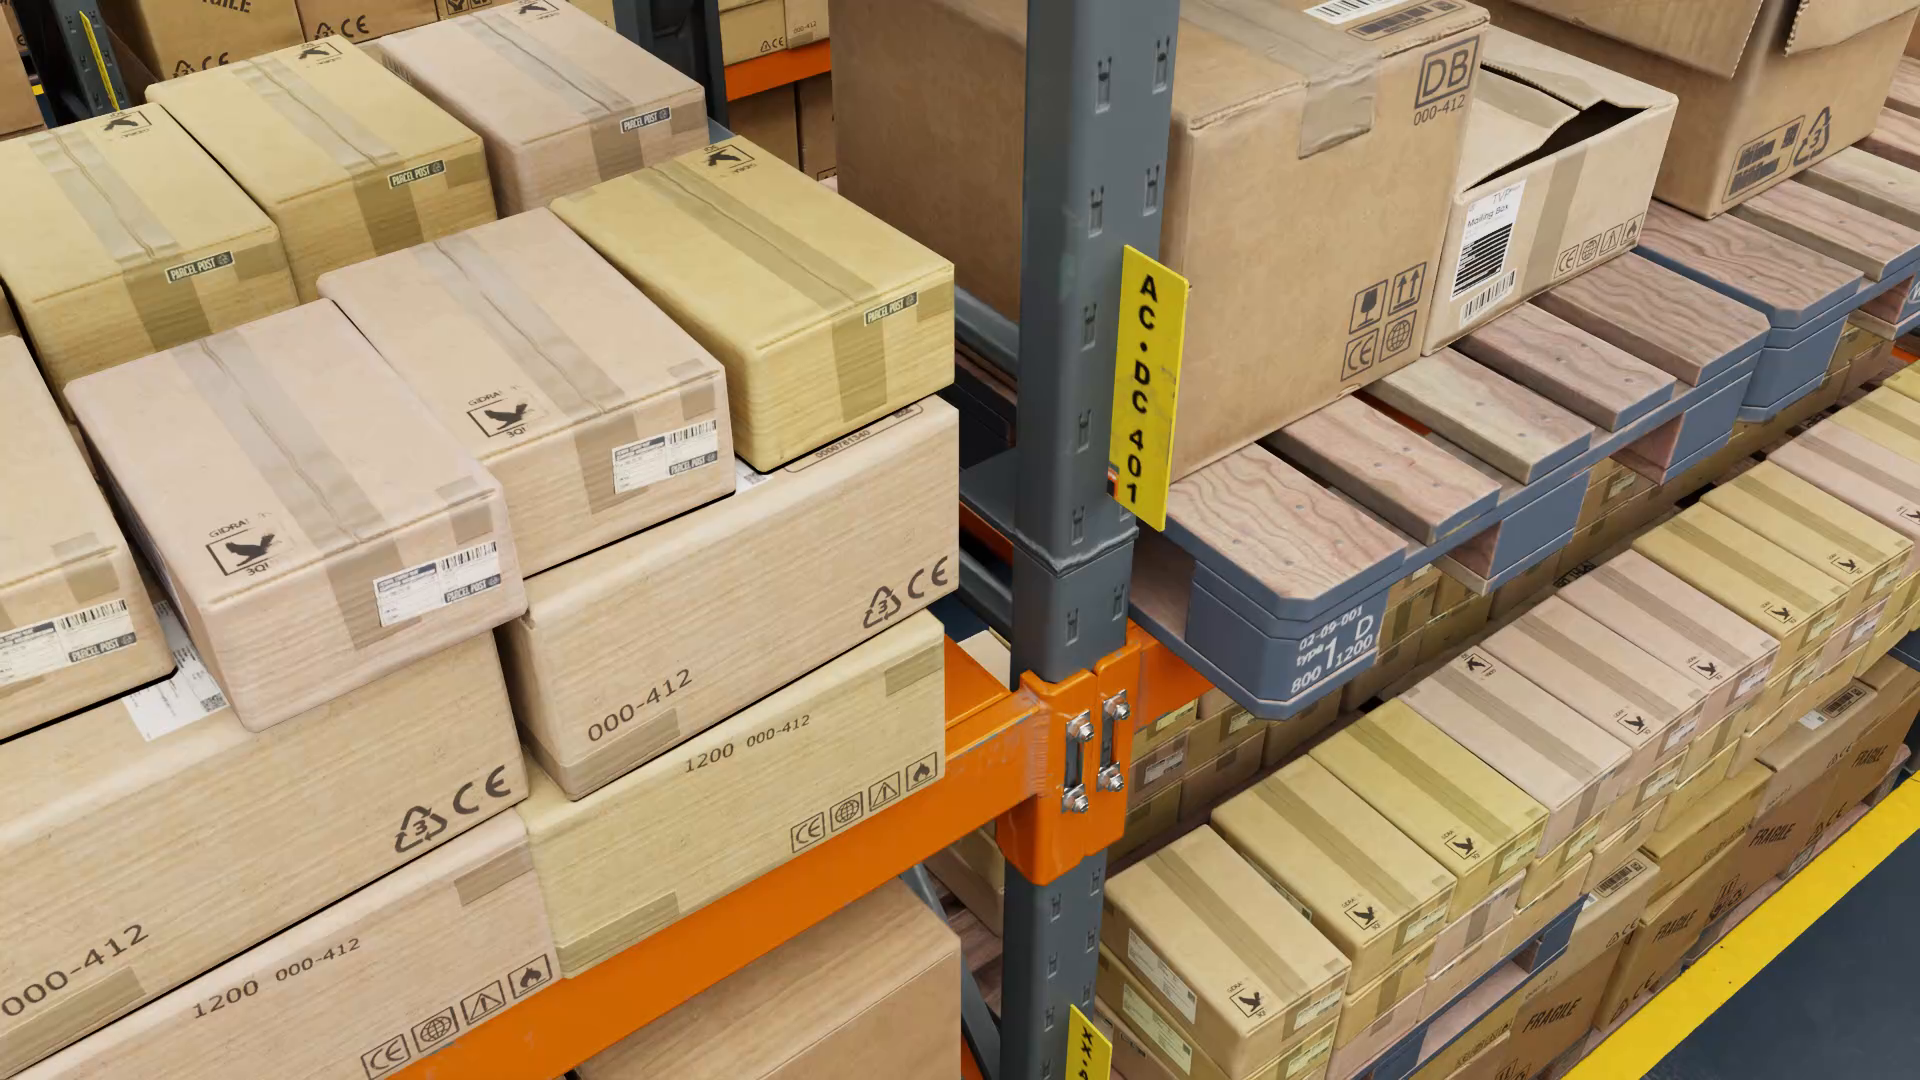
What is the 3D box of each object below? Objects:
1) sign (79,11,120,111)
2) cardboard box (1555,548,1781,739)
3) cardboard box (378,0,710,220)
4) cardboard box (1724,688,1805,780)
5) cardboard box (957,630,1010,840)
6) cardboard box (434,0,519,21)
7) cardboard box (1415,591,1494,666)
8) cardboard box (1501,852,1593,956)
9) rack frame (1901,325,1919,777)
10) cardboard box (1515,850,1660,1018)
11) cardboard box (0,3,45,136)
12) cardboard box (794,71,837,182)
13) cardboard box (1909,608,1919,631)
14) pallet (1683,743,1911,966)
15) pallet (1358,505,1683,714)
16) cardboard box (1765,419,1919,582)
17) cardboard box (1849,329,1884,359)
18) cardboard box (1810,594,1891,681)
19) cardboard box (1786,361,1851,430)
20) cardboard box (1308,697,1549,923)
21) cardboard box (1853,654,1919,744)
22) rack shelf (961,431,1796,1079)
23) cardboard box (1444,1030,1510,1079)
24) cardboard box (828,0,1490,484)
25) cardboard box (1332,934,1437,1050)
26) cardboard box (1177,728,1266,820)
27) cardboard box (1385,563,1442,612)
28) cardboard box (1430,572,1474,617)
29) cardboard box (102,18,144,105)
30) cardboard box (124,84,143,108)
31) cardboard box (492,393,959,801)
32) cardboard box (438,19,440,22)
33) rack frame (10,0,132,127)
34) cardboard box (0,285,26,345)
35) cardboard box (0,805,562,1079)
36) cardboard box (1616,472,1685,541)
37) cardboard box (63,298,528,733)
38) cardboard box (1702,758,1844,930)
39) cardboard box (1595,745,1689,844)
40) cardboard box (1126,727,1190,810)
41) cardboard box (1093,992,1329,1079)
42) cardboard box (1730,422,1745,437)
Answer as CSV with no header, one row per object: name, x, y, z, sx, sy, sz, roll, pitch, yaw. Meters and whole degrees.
sign,-2.895,-1.607,5.599,0.005,0.325,0.100,-26,46,-28
cardboard box,1.479,0.214,3.522,0.250,0.149,0.380,-24,45,-27
cardboard box,-0.517,-0.528,2.073,0.250,0.149,0.380,-27,46,-29
cardboard box,1.688,0.341,3.836,0.250,0.149,0.380,-28,47,-30
cardboard box,0.061,0.382,3.317,0.250,0.149,0.380,-24,45,-26
cardboard box,-1.925,-2.374,6.411,0.500,0.500,0.500,-27,47,-29
cardboard box,1.087,0.107,4.121,0.250,0.149,0.380,-24,45,-26
cardboard box,1.071,0.643,3.468,0.250,0.149,0.380,-26,46,-28
rack frame,3.033,-0.616,5.135,0.127,3.000,1.000,-26,46,-28
cardboard box,1.436,0.890,4.349,0.500,0.250,0.500,-24,45,-27
cardboard box,-3.441,-1.624,5.497,0.500,0.500,0.500,-26,46,-28
cardboard box,-0.661,-2.181,8.388,0.875,0.875,0.875,-26,46,-28
cardboard box,2.321,0.030,4.215,0.250,0.149,0.380,-27,46,-29
pallet,2.413,0.764,5.652,1.213,0.211,1.003,-26,46,-28
pallet,1.489,0.244,4.238,1.213,0.211,1.003,-26,46,-28
cardboard box,2.112,-0.098,3.903,0.250,0.149,0.380,-26,46,-28
cardboard box,2.528,-0.710,4.883,0.250,0.149,0.380,-24,45,-26
cardboard box,1.898,0.124,3.867,0.250,0.149,0.380,-25,45,-27
cardboard box,2.343,-0.506,4.868,0.250,0.149,0.380,-24,45,-26
cardboard box,0.877,0.506,3.166,0.250,0.149,0.380,-26,46,-28
cardboard box,2.651,0.295,5.074,0.500,0.250,0.500,-27,47,-29
rack shelf,1.448,0.436,4.421,4.000,0.370,1.077,-26,46,-28
cardboard box,1.028,1.377,4.346,0.500,0.500,0.500,-24,45,-26
cardboard box,0.229,-0.522,2.246,0.500,0.500,0.700,-26,46,-28
cardboard box,0.659,0.728,3.130,0.250,0.149,0.380,-27,46,-29
cardboard box,0.460,0.416,3.745,0.250,0.149,0.380,-26,46,-28
cardboard box,0.885,-0.016,3.803,0.250,0.149,0.380,-28,47,-29
cardboard box,1.100,-0.014,4.035,0.250,0.149,0.380,-26,46,-28
cardboard box,-3.033,-1.948,6.483,0.500,0.250,0.500,-26,46,-28
cardboard box,-3.033,-1.762,6.651,0.500,0.250,0.500,-27,47,-29
cardboard box,-0.349,-0.058,1.815,0.500,0.250,0.500,-28,47,-30
cardboard box,-1.901,-2.081,6.645,0.500,0.250,0.500,-25,46,-28
rack frame,-3.235,-1.520,6.238,0.127,3.000,1.000,-26,46,-28
cardboard box,-1.151,-0.237,1.718,0.250,0.149,0.380,-27,47,-29
cardboard box,-0.766,0.341,1.722,0.500,0.250,0.500,-26,46,-28
cardboard box,1.706,-0.192,4.486,0.250,0.149,0.380,-24,45,-27
cardboard box,-0.591,-0.038,1.475,0.250,0.149,0.380,-26,46,-28
cardboard box,2.257,0.773,5.082,0.500,0.500,0.500,-24,45,-26
cardboard box,1.281,0.422,3.503,0.250,0.149,0.380,-24,45,-26
cardboard box,0.265,0.395,3.536,0.250,0.149,0.380,-26,46,-28
cardboard box,0.454,0.944,3.101,0.250,0.149,0.380,-28,47,-30
cardboard box,1.905,-0.402,4.507,0.250,0.149,0.380,-26,46,-28
